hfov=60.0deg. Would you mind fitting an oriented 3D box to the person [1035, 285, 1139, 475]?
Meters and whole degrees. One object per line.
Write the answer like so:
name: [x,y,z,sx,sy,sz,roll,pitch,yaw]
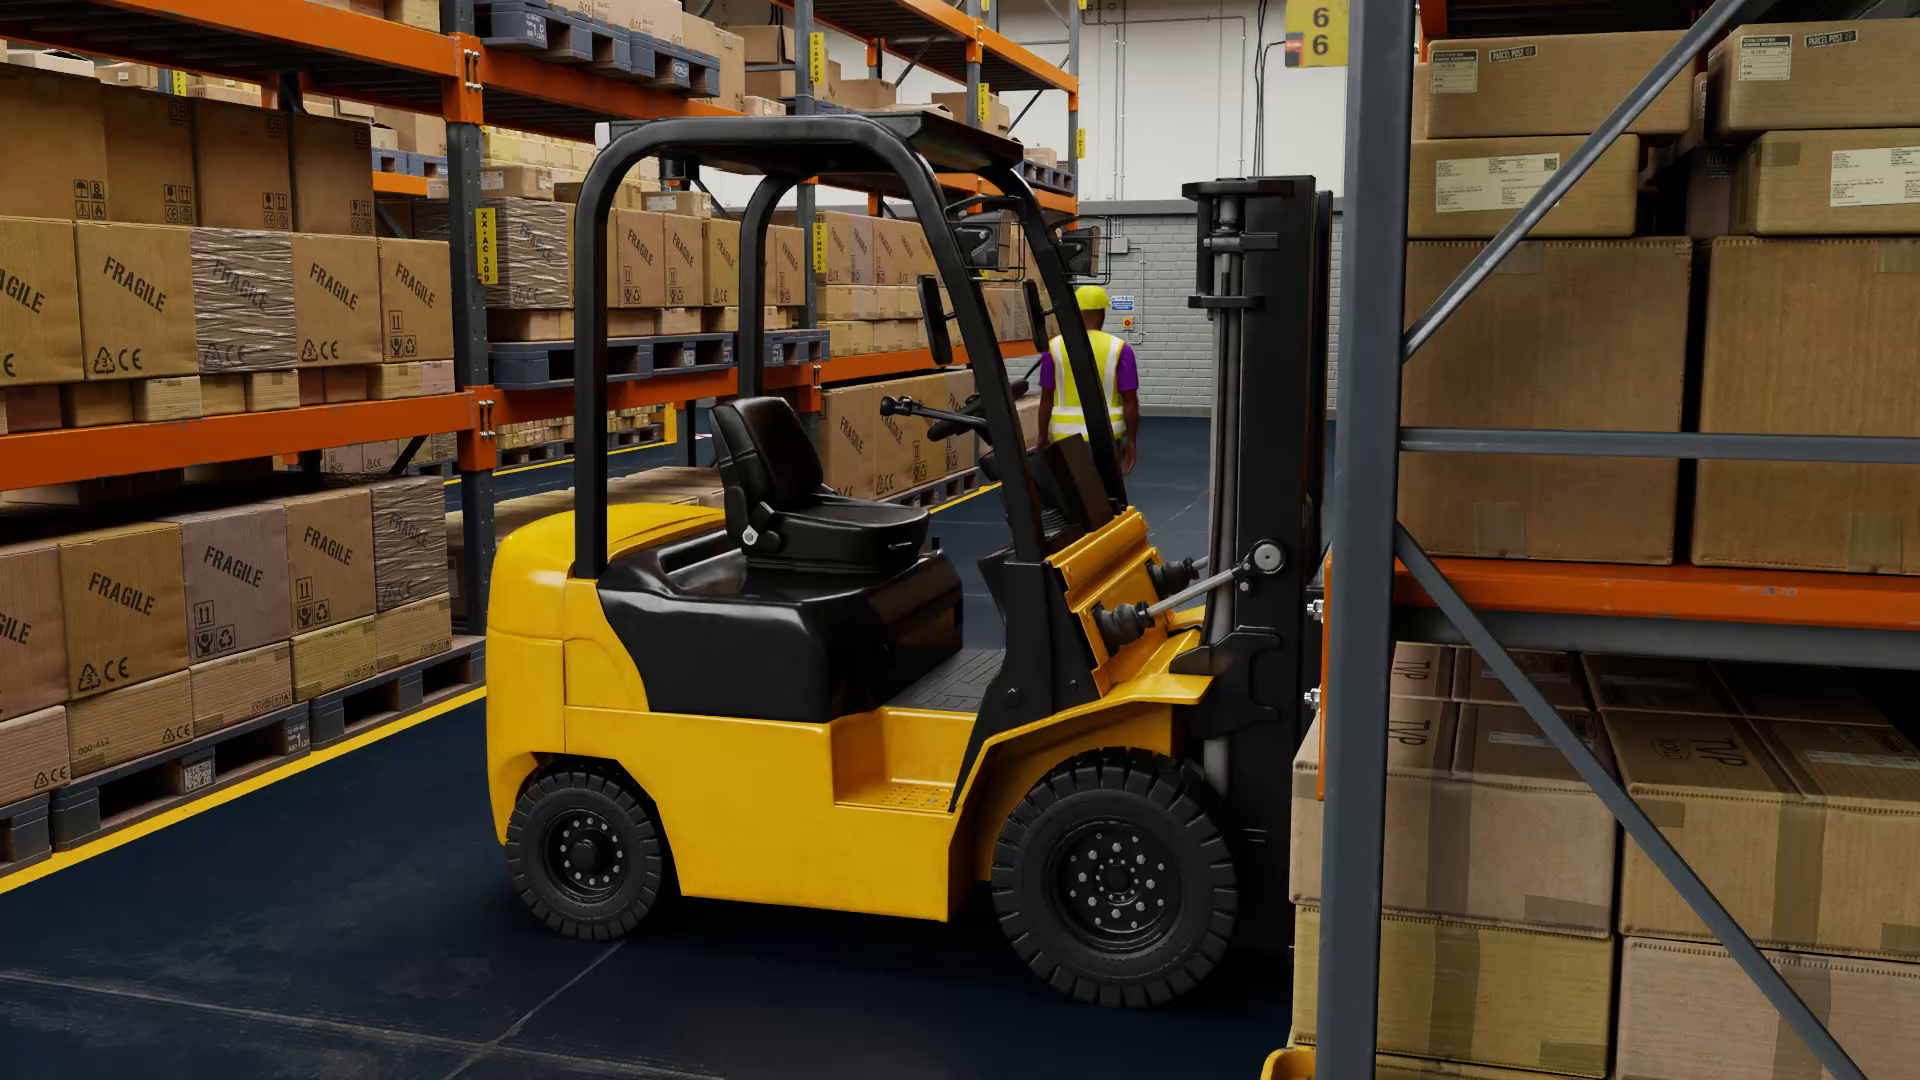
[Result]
person: [0.730,-0.580,9.526,0.602,1.756,0.483,2,9,14]
